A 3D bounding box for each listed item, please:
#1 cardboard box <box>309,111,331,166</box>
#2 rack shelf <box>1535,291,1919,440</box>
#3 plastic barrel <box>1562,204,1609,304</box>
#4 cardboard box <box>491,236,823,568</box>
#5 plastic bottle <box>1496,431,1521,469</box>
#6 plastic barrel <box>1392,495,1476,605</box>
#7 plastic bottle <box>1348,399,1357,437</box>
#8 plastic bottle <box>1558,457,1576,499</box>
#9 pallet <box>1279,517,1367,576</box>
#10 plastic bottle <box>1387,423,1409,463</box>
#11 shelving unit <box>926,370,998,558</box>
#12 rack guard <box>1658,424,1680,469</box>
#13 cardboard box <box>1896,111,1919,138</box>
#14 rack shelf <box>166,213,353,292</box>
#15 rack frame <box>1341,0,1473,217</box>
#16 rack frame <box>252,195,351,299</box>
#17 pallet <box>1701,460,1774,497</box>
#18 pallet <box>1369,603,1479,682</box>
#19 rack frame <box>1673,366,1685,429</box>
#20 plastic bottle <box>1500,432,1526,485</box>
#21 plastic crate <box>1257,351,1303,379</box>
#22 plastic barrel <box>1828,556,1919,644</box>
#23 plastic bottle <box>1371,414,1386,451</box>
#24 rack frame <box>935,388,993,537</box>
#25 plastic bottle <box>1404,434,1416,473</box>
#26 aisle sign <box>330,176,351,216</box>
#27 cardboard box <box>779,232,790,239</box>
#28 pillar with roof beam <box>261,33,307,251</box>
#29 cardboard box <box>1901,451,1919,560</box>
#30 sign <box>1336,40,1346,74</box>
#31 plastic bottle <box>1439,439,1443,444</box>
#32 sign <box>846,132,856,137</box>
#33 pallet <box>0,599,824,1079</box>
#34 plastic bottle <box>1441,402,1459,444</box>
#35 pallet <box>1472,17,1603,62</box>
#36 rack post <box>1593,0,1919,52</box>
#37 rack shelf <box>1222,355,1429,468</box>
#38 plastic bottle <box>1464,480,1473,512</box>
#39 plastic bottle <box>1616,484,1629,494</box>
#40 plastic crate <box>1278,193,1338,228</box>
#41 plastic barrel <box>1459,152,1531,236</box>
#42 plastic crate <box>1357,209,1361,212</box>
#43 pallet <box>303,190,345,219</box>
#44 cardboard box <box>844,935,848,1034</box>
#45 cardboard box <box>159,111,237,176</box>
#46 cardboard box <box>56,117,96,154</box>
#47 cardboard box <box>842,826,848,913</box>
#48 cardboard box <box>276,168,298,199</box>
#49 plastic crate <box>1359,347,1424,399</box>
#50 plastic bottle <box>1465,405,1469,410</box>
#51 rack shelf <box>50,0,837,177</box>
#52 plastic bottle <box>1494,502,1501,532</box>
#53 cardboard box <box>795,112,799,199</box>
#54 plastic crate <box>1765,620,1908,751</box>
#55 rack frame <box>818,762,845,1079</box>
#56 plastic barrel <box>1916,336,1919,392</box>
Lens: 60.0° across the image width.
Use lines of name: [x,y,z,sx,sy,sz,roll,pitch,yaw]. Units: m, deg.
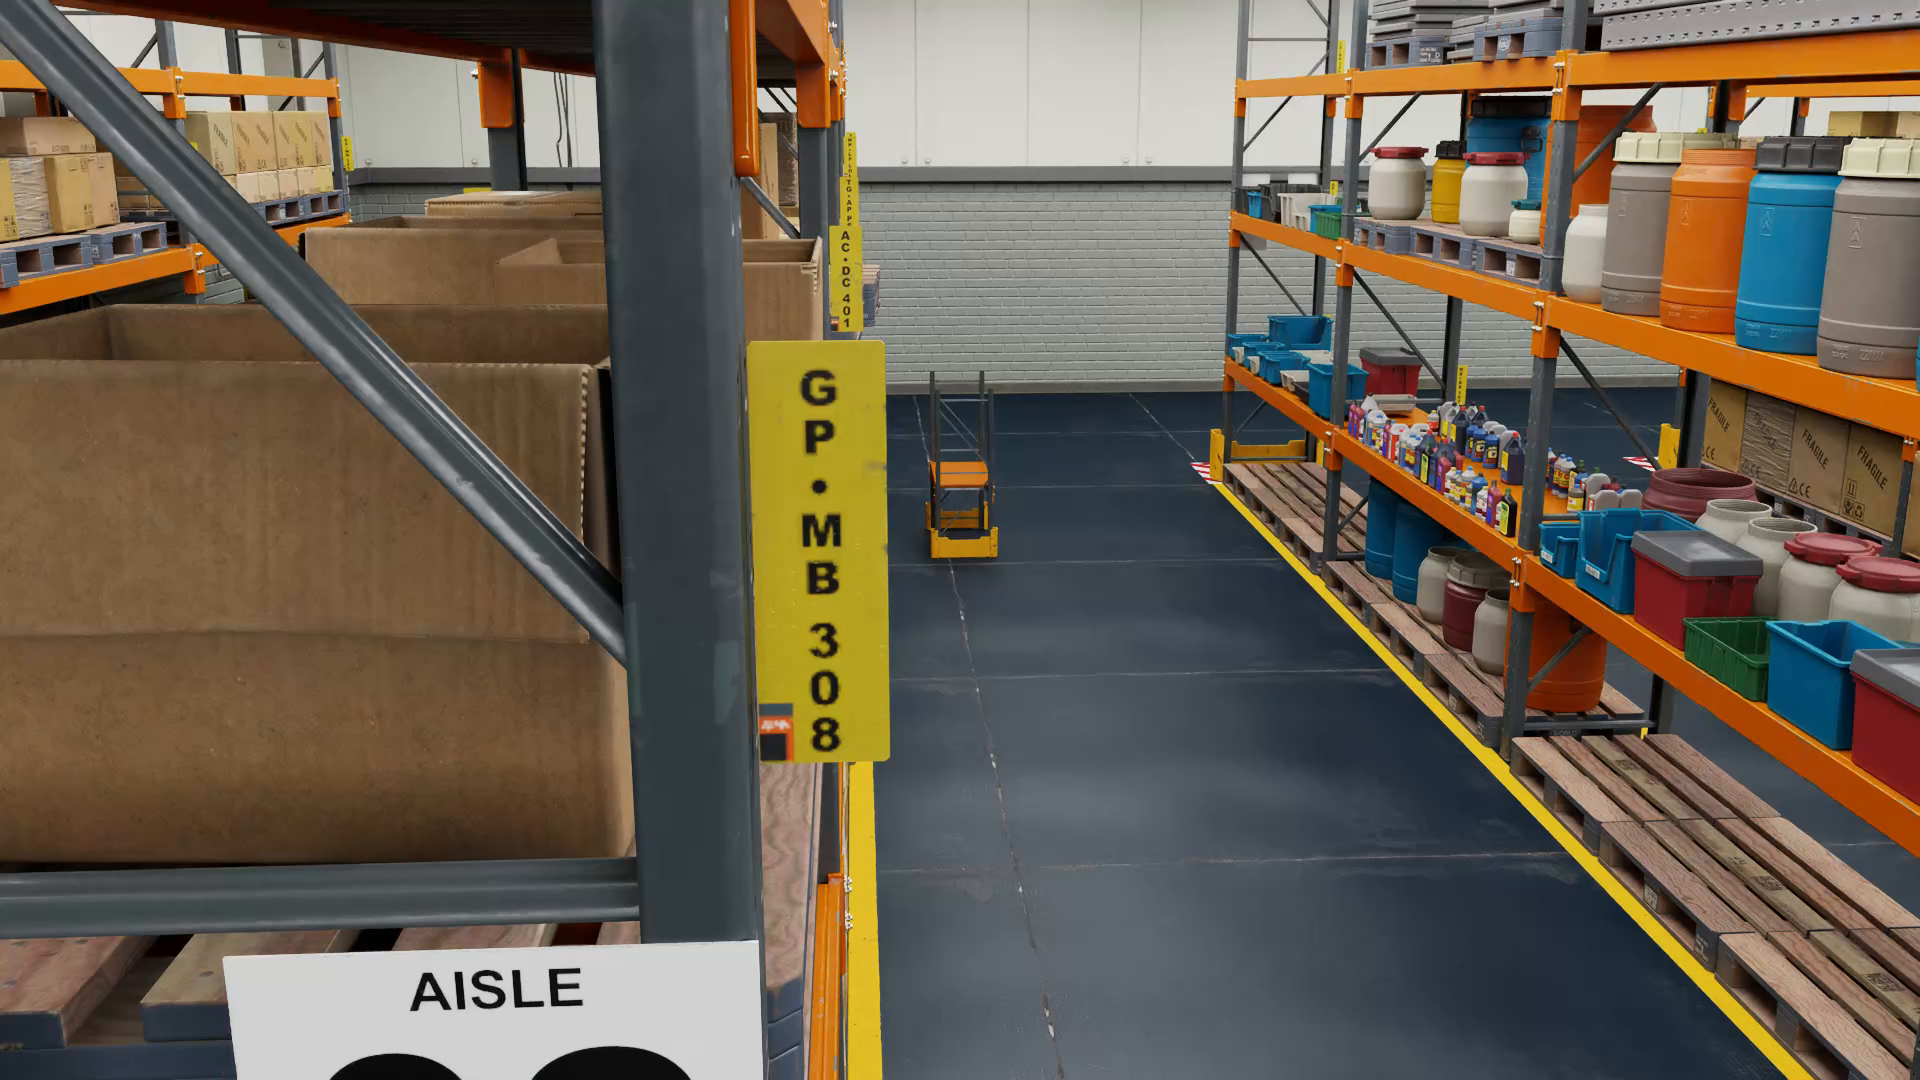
cardboard box: [-6.276,-3.784,15.670,0.500,0.500,0.500,-1,14,-4]
rack shelf: [3.914,-0.737,7.519,1.077,0.370,4.000,-1,14,-3]
plastic barrel: [3.503,-1.555,9.030,0.421,0.512,0.421,0,14,0]
cardboard box: [-0.489,-0.255,2.876,0.500,0.500,0.500,-1,14,-3]
plastic bottle: [3.966,-0.665,12.062,0.152,0.276,0.135,-1,14,-3]
plastic barrel: [3.603,-0.001,12.601,0.600,0.901,0.708,-1,14,-3]
plastic bottle: [3.139,-0.971,13.237,0.061,0.283,0.133,-1,14,-3]
plastic bottle: [4.055,-0.415,11.103,0.097,0.271,0.097,0,14,0]
pallet: [3.458,0.043,14.659,1.003,0.211,1.213,-1,14,-3]
plastic bottle: [3.248,-0.714,12.253,0.152,0.276,0.135,-1,14,-3]
shelving unit: [0.005,-0.707,14.989,0.587,1.500,1.083,-1,14,-3]
rack guard: [8.236,-0.992,18.101,1.175,0.500,0.348,-1,14,-3]
cardboard box: [8.434,-3.552,14.265,0.500,0.250,0.500,-2,15,-7]
rack shelf: [-6.470,-2.574,14.657,1.077,0.370,4.000,-1,14,-3]
rack frame: [3.542,-4.030,12.855,1.000,3.000,0.127,-1,14,-3]
rack frame: [-6.594,-1.967,16.875,1.000,3.000,0.127,-1,14,-3]
pallet: [8.365,-0.648,17.346,1.003,0.211,1.213,-1,14,-3]
pallet: [3.627,0.722,12.020,1.003,0.211,1.213,-1,14,-3]
rack frame: [8.238,-2.196,17.766,1.000,3.000,0.127,-1,14,-3]
plastic bottle: [3.850,-0.568,11.536,0.144,0.351,0.185,-1,14,-3]
plastic crate: [3.063,-1.674,15.952,0.416,0.233,0.300,-1,14,-3]
plastic barrel: [4.152,0.375,7.500,0.433,0.535,0.433,0,14,0]
plastic bottle: [3.193,-0.821,12.681,0.097,0.271,0.097,0,14,0]
rack frame: [0.037,-0.579,14.489,0.500,1.500,0.032,-1,14,-3]
plastic bottle: [3.242,-0.625,11.916,0.097,0.271,0.097,0,14,0]
aisle sign: [-6.299,-3.248,16.638,0.394,0.787,0.004,-1,14,-3]
cardboard box: [-0.995,-1.254,7.541,0.500,0.250,0.500,-1,14,-5]
pillar with roof beam: [-3.328,-5.597,18.943,9.100,9.000,0.400,-1,14,-3]
cardboard box: [8.545,-0.217,13.495,1.225,0.875,0.875,-1,14,-3]
sign: [3.842,-4.881,16.811,0.100,0.325,0.005,-1,14,-3]
plastic bottle: [3.398,-0.578,11.736,0.097,0.271,0.097,0,14,0]
sign: [-1.095,-3.929,16.705,0.100,0.325,0.005,-1,14,-3]
pallet: [-0.676,0.349,2.032,1.003,0.211,1.213,-1,14,-3]
plastic bottle: [3.782,-0.875,12.731,0.144,0.351,0.185,-1,14,-3]
pallet: [3.776,-2.930,9.761,1.213,0.211,1.003,-1,14,-3]
rack post: [3.830,-2.626,6.996,1.013,1.000,3.121,-1,14,-3]
rack shelf: [3.418,-1.274,15.626,1.077,0.370,4.000,-1,14,-3]
plastic bottle: [3.318,-0.287,10.745,0.097,0.201,0.097,0,14,0]
plastic bottle: [4.106,-0.210,10.304,0.097,0.271,0.097,0,14,0]
plastic crate: [3.124,-2.959,14.949,0.437,0.282,0.530,-1,14,-3]
plastic barrel: [3.530,-2.291,10.998,0.433,0.535,0.433,0,14,0]
plastic crate: [3.670,-2.935,15.146,0.437,0.136,0.530,-1,14,-3]
pallet: [-6.537,-3.192,15.796,1.003,0.211,1.213,-1,14,-3]
cardboard box: [-0.714,1.837,6.766,0.500,0.250,0.500,-1,14,-2]
cardboard box: [-6.110,-3.149,13.201,0.500,0.500,0.500,-1,14,-4]
cardboard box: [-6.422,-2.829,11.615,0.500,0.250,0.500,0,14,1]
cardboard box: [-0.742,1.437,7.196,0.500,0.311,0.500,-1,14,-5]
cardboard box: [-6.213,-3.162,14.757,0.500,0.250,0.500,-1,14,-5]
plastic crate: [3.737,-1.411,14.465,0.402,0.464,0.583,-1,14,-3]
plastic bottle: [3.949,-0.919,13.035,0.061,0.283,0.133,-1,14,-3]
rack shelf: [-0.782,-0.926,3.035,1.077,0.370,4.000,-1,14,-3]
plastic bottle: [3.350,-0.157,10.239,0.097,0.201,0.097,0,14,0]
cardboard box: [-1.206,-2.275,9.847,0.500,0.500,0.500,-1,14,-3]
plastic crate: [3.659,0.603,6.920,0.392,0.384,0.575,-1,14,-3]
rack frame: [-0.906,0.940,5.576,1.000,3.000,0.127,-1,14,-3]
plastic barrel: [3.790,-0.954,5.912,0.600,0.901,0.708,-1,14,-3]
